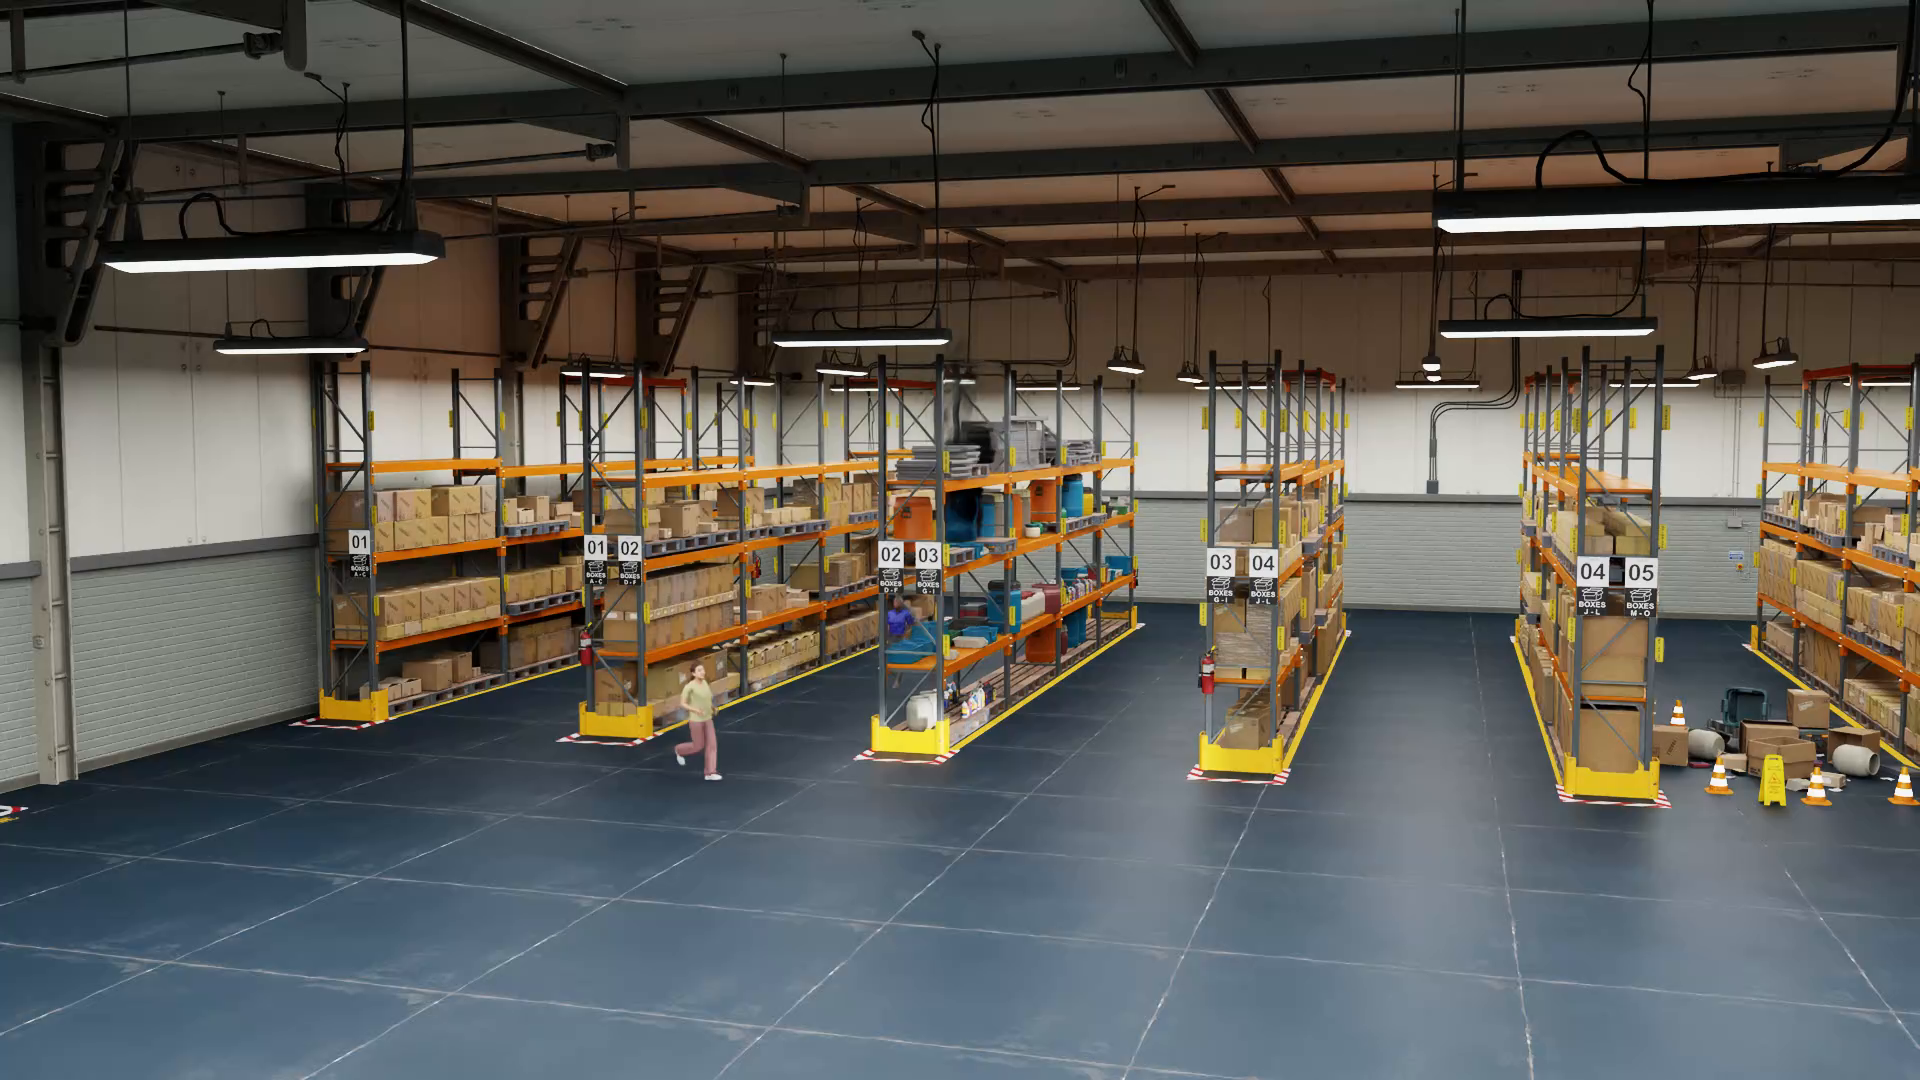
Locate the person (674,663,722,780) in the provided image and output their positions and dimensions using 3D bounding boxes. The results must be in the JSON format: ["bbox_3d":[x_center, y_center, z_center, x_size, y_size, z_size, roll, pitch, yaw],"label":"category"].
[{"bbox_3d":[-3.631,2.529,23.289,0.901,1.638,0.593,4,5,41],"label":"person"}]

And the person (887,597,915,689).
[{"bbox_3d":[-1.092,1.812,29.555,0.582,1.618,0.577,1,4,10],"label":"person"}]
